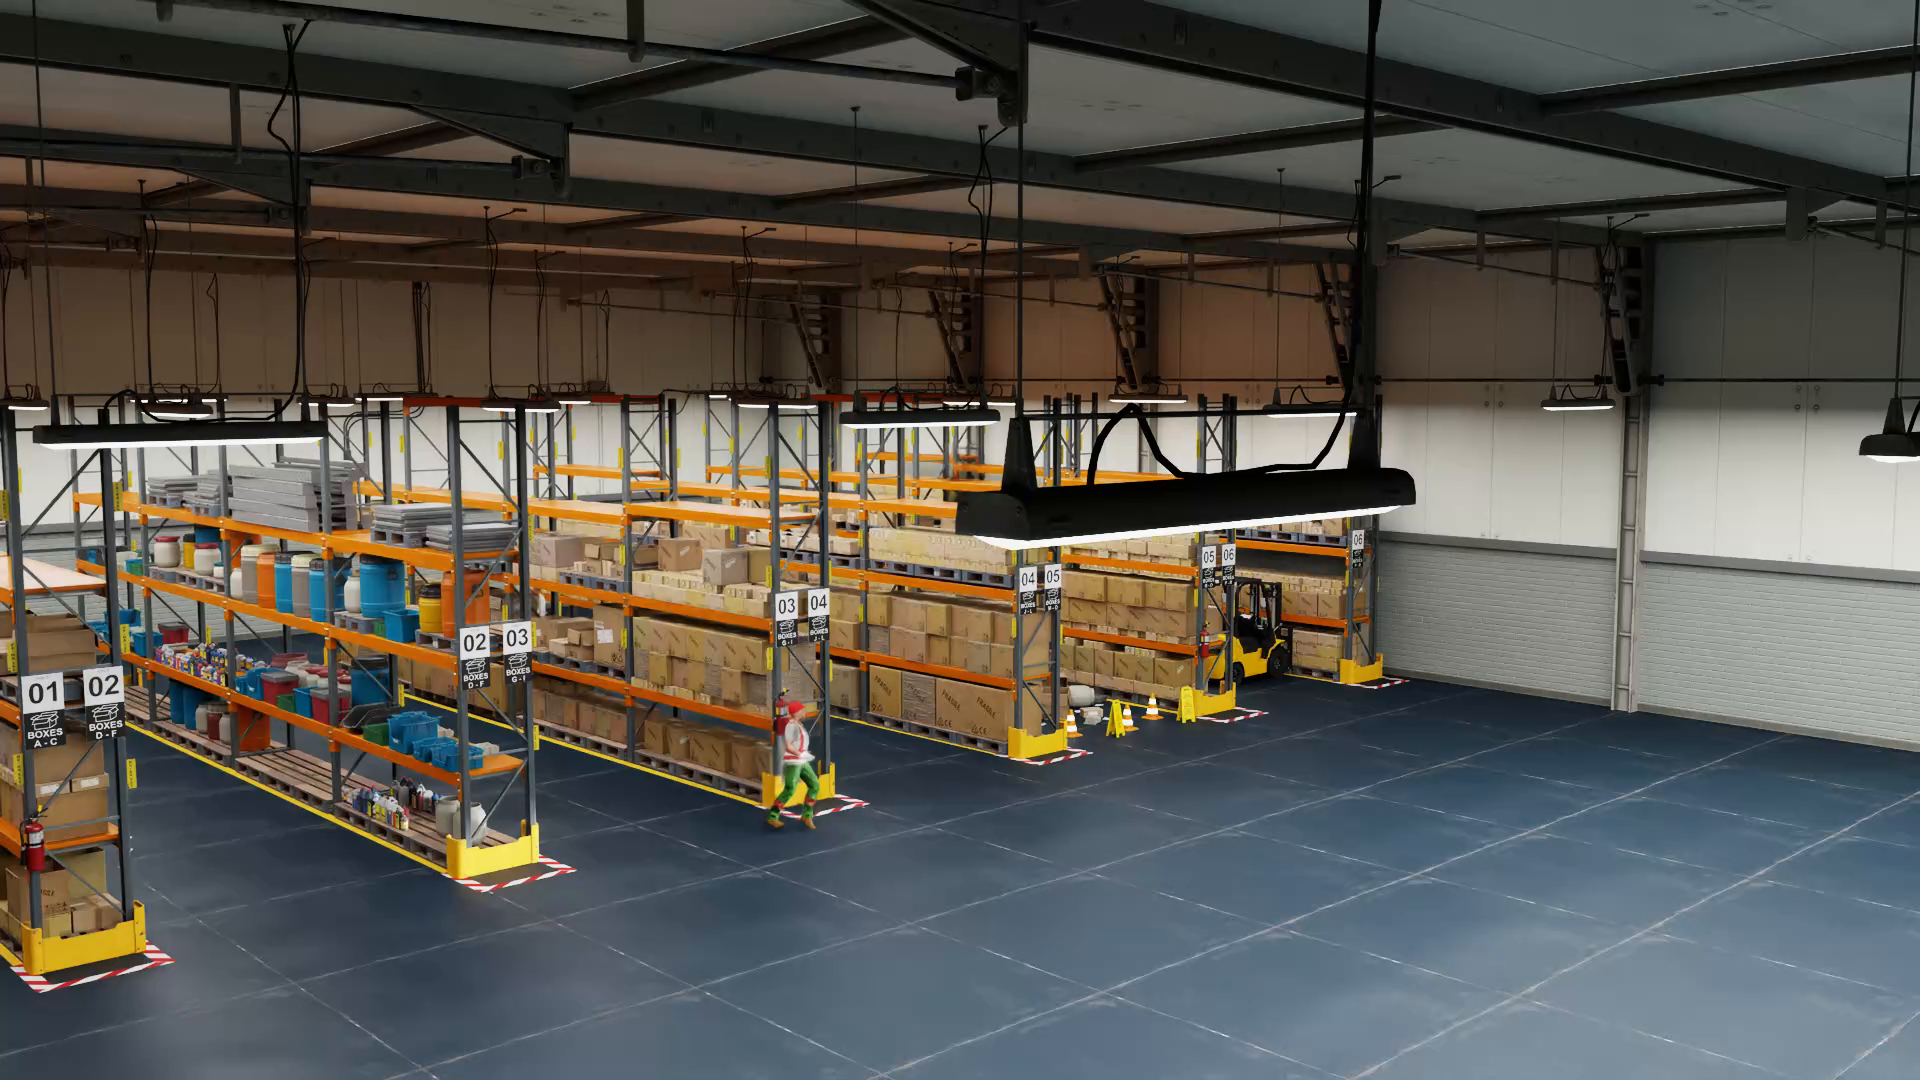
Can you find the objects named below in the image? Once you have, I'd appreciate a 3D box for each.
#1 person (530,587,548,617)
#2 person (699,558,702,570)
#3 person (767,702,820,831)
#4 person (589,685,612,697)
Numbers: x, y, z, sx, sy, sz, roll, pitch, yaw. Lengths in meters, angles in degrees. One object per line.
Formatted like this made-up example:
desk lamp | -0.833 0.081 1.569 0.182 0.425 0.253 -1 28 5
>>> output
person | -9.397 1.858 36.859 0.685 1.814 0.875 -5 7 -40
person | -6.874 1.239 44.318 0.874 1.643 0.609 -1 6 -9
person | -2.328 3.186 23.534 0.706 1.802 0.718 1 6 13
person | -7.026 2.345 32.562 0.801 1.774 0.611 5 8 44
